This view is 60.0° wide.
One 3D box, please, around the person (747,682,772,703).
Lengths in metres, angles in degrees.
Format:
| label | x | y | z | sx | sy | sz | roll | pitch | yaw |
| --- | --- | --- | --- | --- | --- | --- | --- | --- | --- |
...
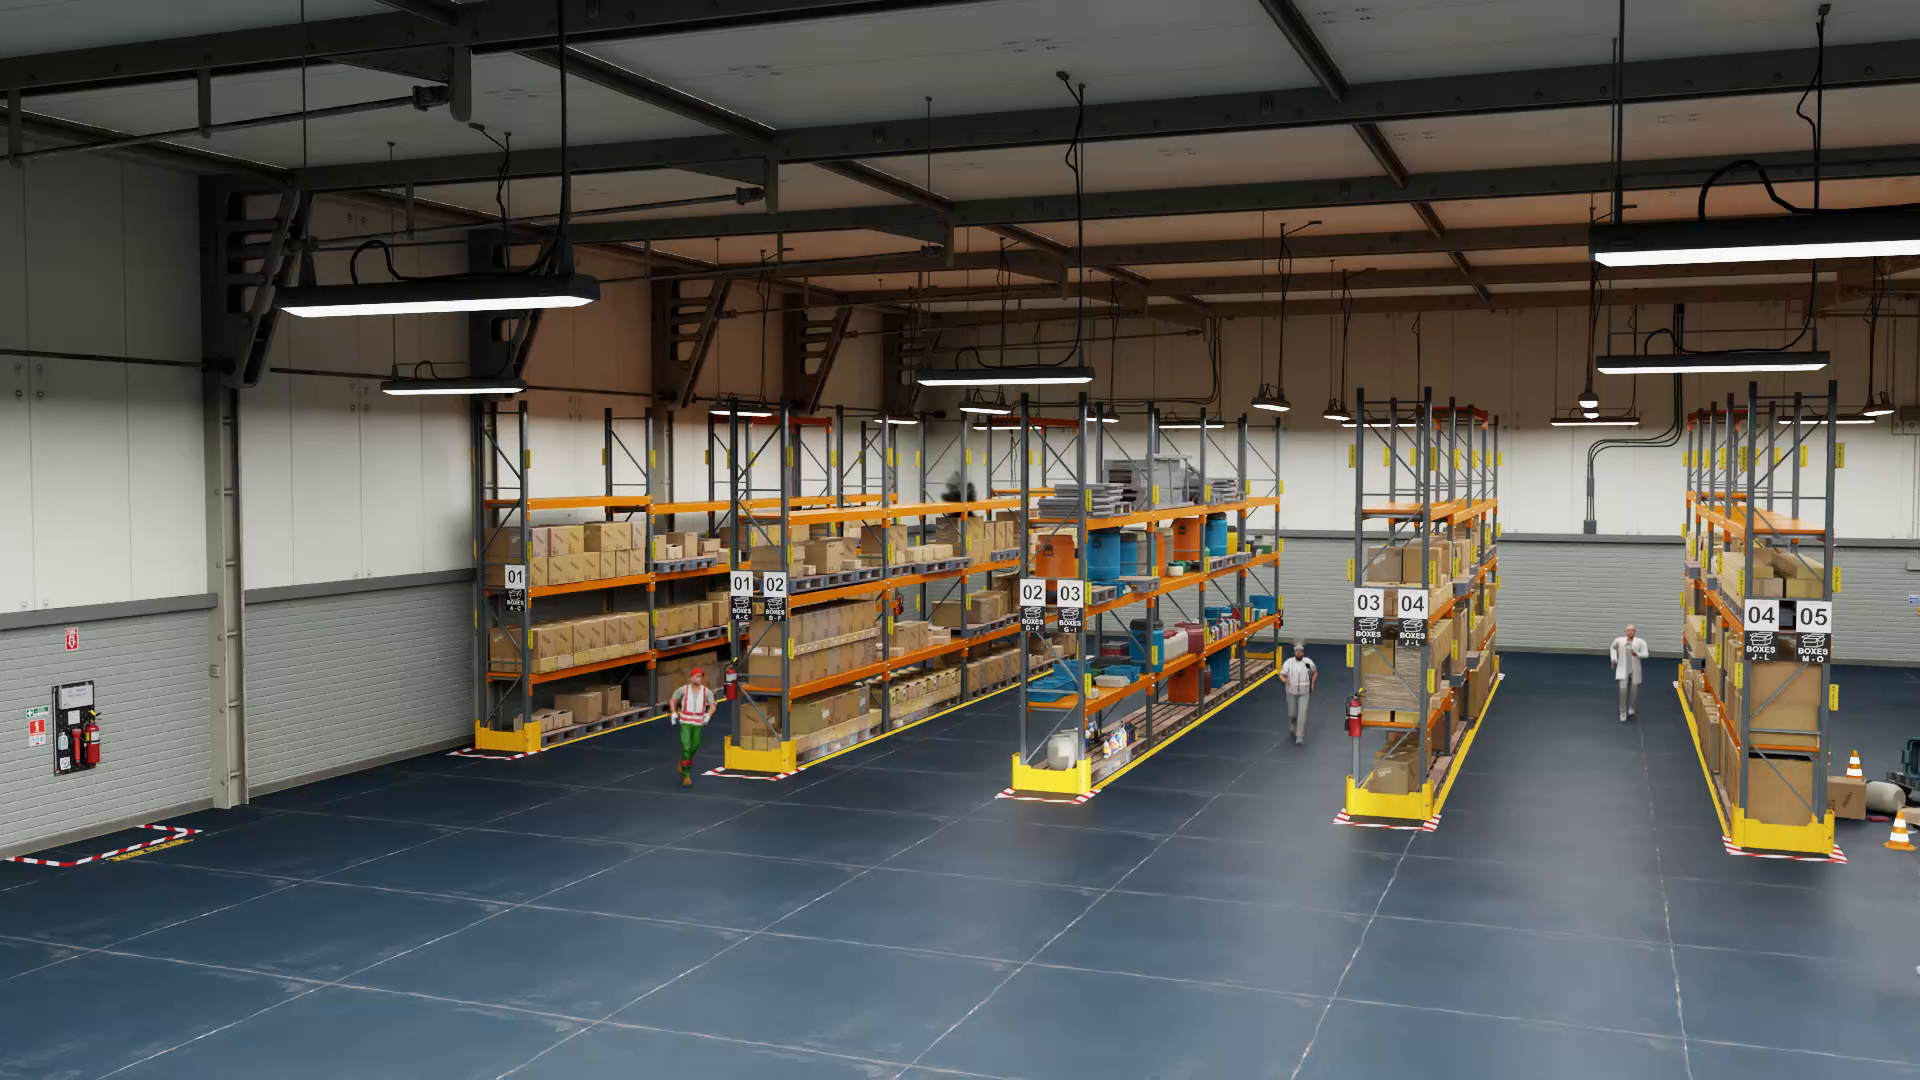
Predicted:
| label | x | y | z | sx | sy | sz | roll | pitch | yaw |
| --- | --- | --- | --- | --- | --- | --- | --- | --- | --- |
| person | -3.666 | 2.716 | 30.496 | 0.606 | 1.593 | 0.557 | 1 | 3 | 17 |

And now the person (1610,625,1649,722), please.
| label | x | y | z | sx | sy | sz | roll | pitch | yaw |
| --- | --- | --- | --- | --- | --- | --- | --- | --- | --- |
| person | 12.887 | 2.547 | 32.036 | 0.669 | 1.839 | 0.894 | 1 | 3 | 20 |

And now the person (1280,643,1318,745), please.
| label | x | y | z | sx | sy | sz | roll | pitch | yaw |
| --- | --- | --- | --- | --- | --- | --- | --- | --- | --- |
| person | 5.986 | 2.680 | 29.382 | 0.665 | 1.754 | 0.945 | 0 | 3 | 9 |

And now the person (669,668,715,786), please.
| label | x | y | z | sx | sy | sz | roll | pitch | yaw |
| --- | --- | --- | --- | --- | --- | --- | --- | --- | --- |
| person | -4.159 | 2.871 | 25.880 | 0.704 | 1.769 | 0.786 | -1 | 3 | -21 |
